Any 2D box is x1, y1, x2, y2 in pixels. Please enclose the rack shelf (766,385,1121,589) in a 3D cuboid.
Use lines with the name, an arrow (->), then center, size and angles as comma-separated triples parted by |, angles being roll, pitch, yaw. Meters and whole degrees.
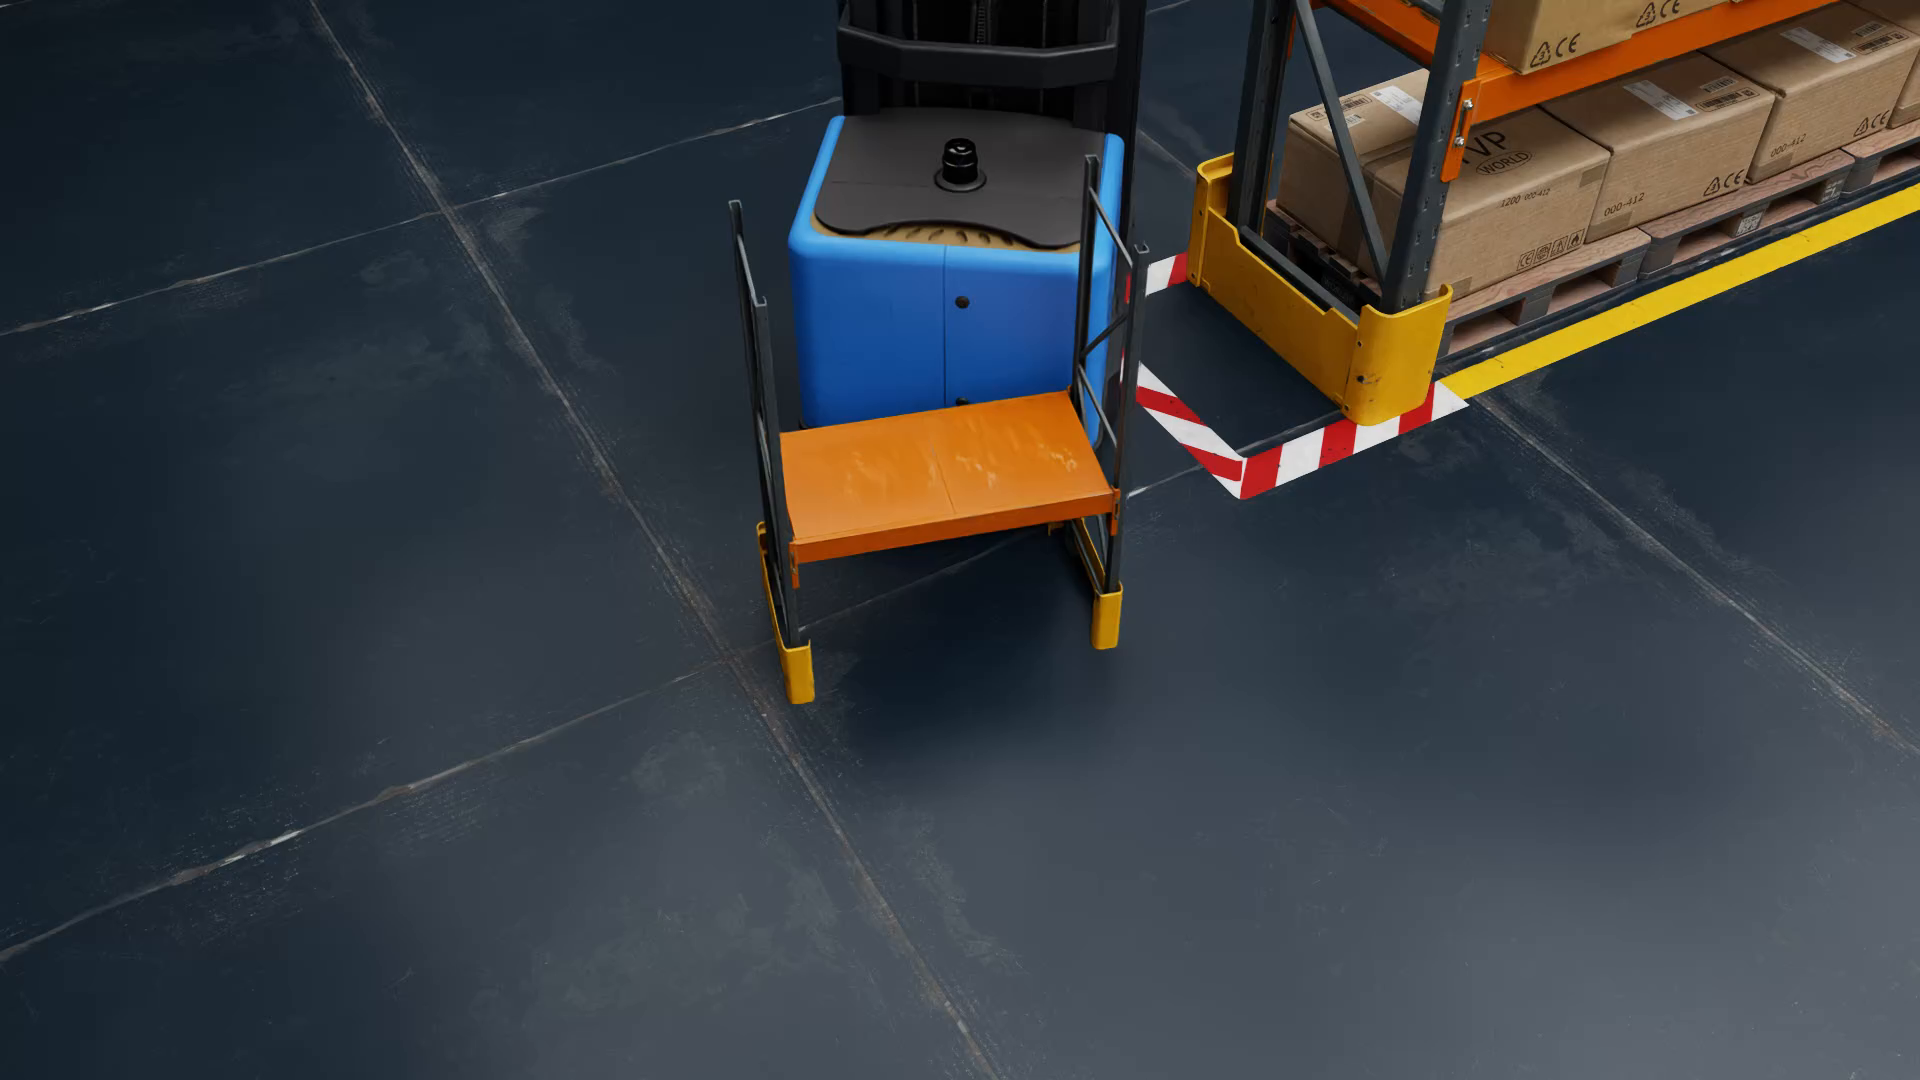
rack shelf -> -0.067, -0.176, 5.113 | 1.000, 0.185, 0.538 | -9, 45, -10

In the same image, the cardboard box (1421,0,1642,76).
cardboard box -> 1.929, -1.933, 5.516 | 0.500, 0.500, 0.500 | -22, 48, -21

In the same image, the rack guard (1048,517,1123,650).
rack guard -> 0.409, 0.065, 5.504 | 0.087, 0.250, 0.587 | -9, 45, -10

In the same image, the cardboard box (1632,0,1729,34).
cardboard box -> 2.354, -2.125, 5.714 | 0.500, 0.500, 0.500 | -22, 48, -21

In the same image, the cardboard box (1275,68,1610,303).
cardboard box -> 1.892, -1.424, 6.602 | 0.875, 0.438, 0.875 | -23, 49, -22

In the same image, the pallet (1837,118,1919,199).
pallet -> 4.140, -2.074, 7.736 | 1.213, 0.211, 1.003 | -22, 48, -21

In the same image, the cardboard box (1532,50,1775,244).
cardboard box -> 2.682, -1.747, 6.934 | 0.875, 0.438, 0.875 | -21, 48, -20

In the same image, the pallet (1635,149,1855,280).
pallet -> 3.081, -1.648, 7.297 | 1.213, 0.211, 1.003 | -22, 48, -21

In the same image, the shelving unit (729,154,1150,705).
shelving unit -> -0.076, -0.303, 4.986 | 1.083, 1.500, 0.587 | -9, 45, -10

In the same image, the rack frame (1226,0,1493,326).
rack frame -> 1.370, -1.903, 5.558 | 0.127, 3.000, 1.000 | -22, 48, -21

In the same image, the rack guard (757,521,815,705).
rack guard -> -0.560, 0.225, 5.338 | 0.087, 0.250, 0.587 | -9, 45, -10

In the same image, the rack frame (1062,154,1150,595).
rack frame -> 0.428, -0.387, 5.072 | 0.032, 1.500, 0.500 | -9, 45, -10

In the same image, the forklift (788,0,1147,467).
forklift -> 0.144, -2.193, 5.905 | 1.130, 2.935, 3.031 | 5, 44, 5

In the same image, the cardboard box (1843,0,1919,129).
cardboard box -> 4.240, -2.369, 7.576 | 0.875, 0.438, 0.875 | -22, 48, -21

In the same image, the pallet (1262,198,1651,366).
pallet -> 2.024, -1.227, 6.863 | 1.213, 0.211, 1.003 | -22, 48, -21

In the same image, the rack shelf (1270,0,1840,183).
rack shelf -> 3.104, -2.339, 6.523 | 4.000, 0.370, 1.077 | -22, 48, -21

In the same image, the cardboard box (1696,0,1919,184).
cardboard box -> 3.464, -2.059, 7.255 | 0.875, 0.438, 0.875 | -23, 49, -22

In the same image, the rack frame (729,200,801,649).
rack frame -> -0.562, -0.223, 4.903 | 0.032, 1.500, 0.500 | -9, 45, -10

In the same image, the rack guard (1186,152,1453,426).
rack guard -> 1.349, -0.998, 6.420 | 0.348, 0.500, 1.175 | -22, 48, -21

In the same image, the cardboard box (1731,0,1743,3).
cardboard box -> 2.804, -2.290, 5.884 | 0.500, 0.500, 0.500 | -22, 48, -21

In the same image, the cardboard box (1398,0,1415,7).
cardboard box -> 1.656, -2.267, 5.860 | 0.500, 0.500, 0.500 | -22, 48, -21
